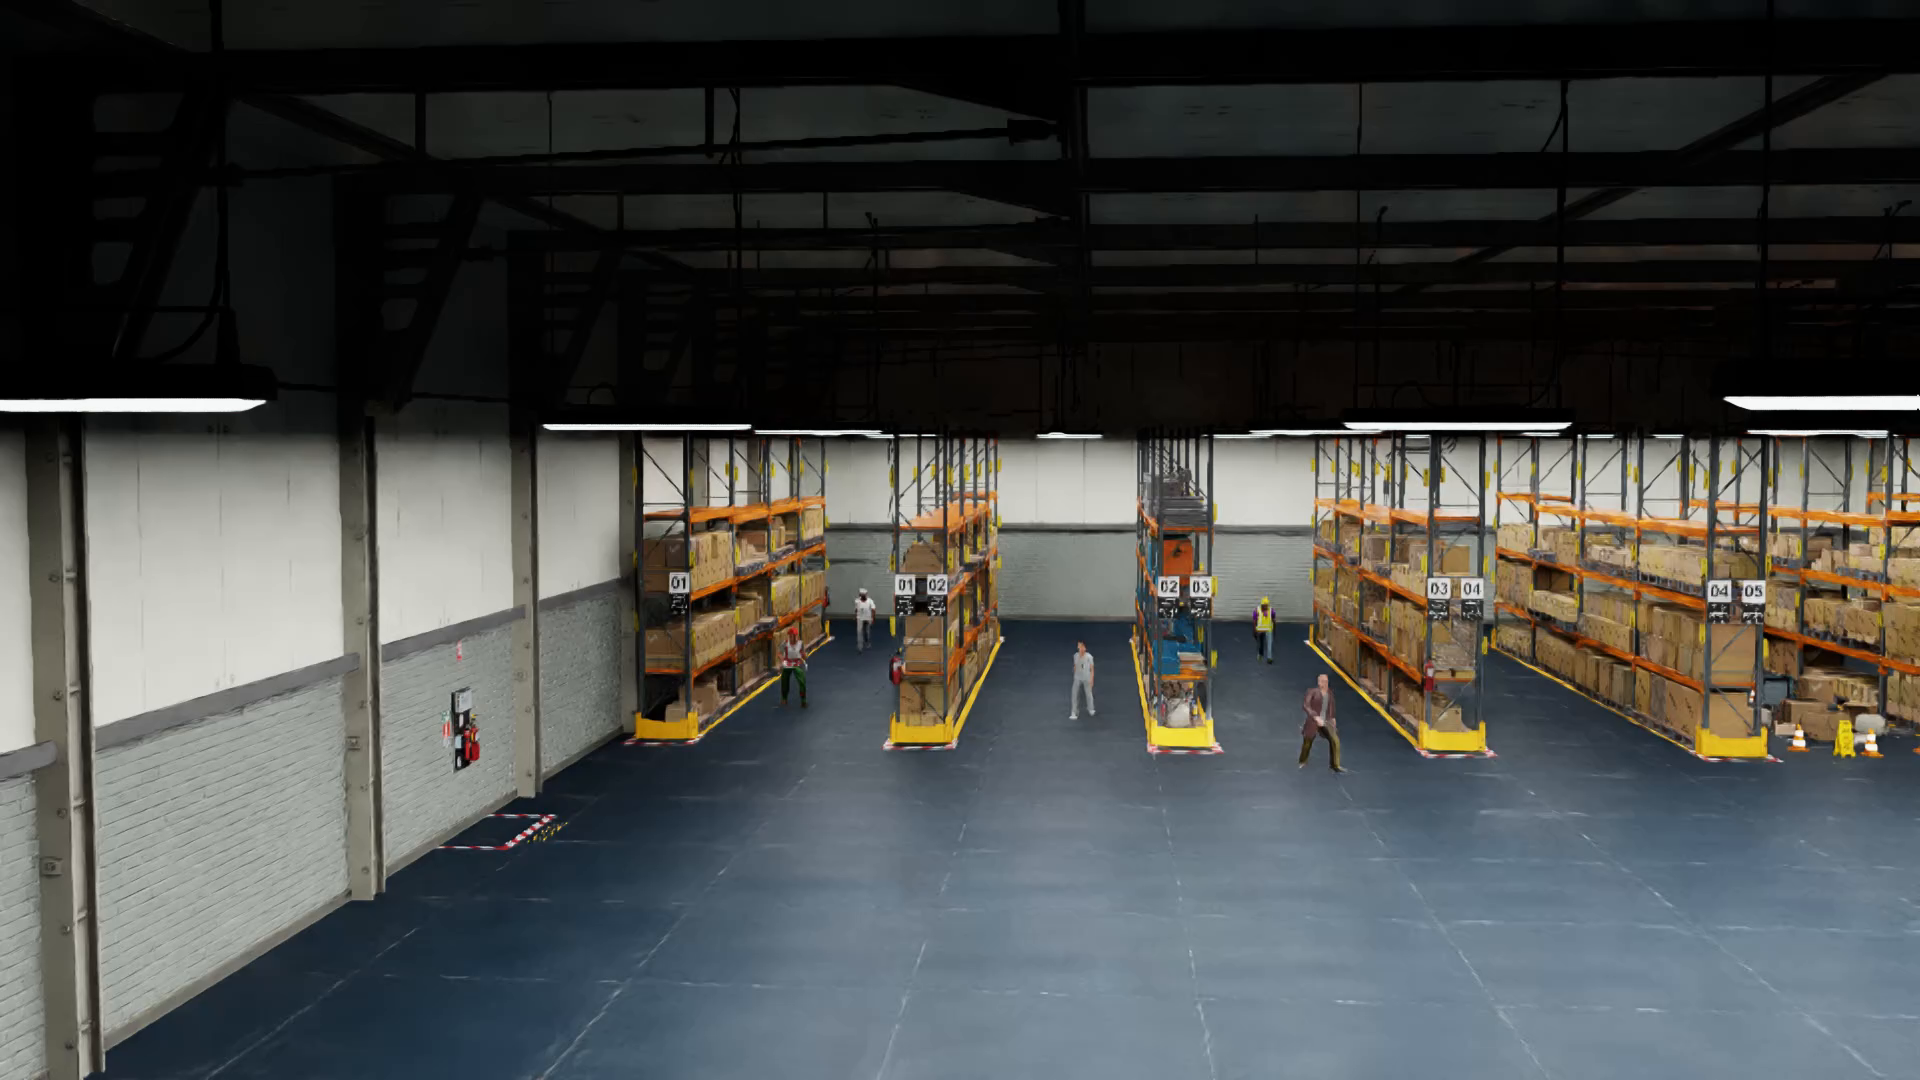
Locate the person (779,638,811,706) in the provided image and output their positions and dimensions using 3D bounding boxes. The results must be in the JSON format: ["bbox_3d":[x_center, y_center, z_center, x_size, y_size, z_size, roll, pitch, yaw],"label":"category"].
[{"bbox_3d":[-3.565,2.836,35.702,0.615,1.463,0.762,-1,4,-12],"label":"person"}]

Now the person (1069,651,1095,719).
[{"bbox_3d":[2.552,2.974,34.191,0.450,1.377,0.924,1,4,21],"label":"person"}]

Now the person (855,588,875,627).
[{"bbox_3d":[-2.593,1.814,45.241,0.589,1.046,0.494,0,3,4],"label":"person"}]

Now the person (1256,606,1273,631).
[{"bbox_3d":[7.837,2.008,42.769,0.452,0.641,0.384,0,3,7],"label":"person"}]

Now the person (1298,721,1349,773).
[{"bbox_3d":[6.222,3.474,28.678,0.681,1.032,0.888,-1,3,-11],"label":"person"}]
